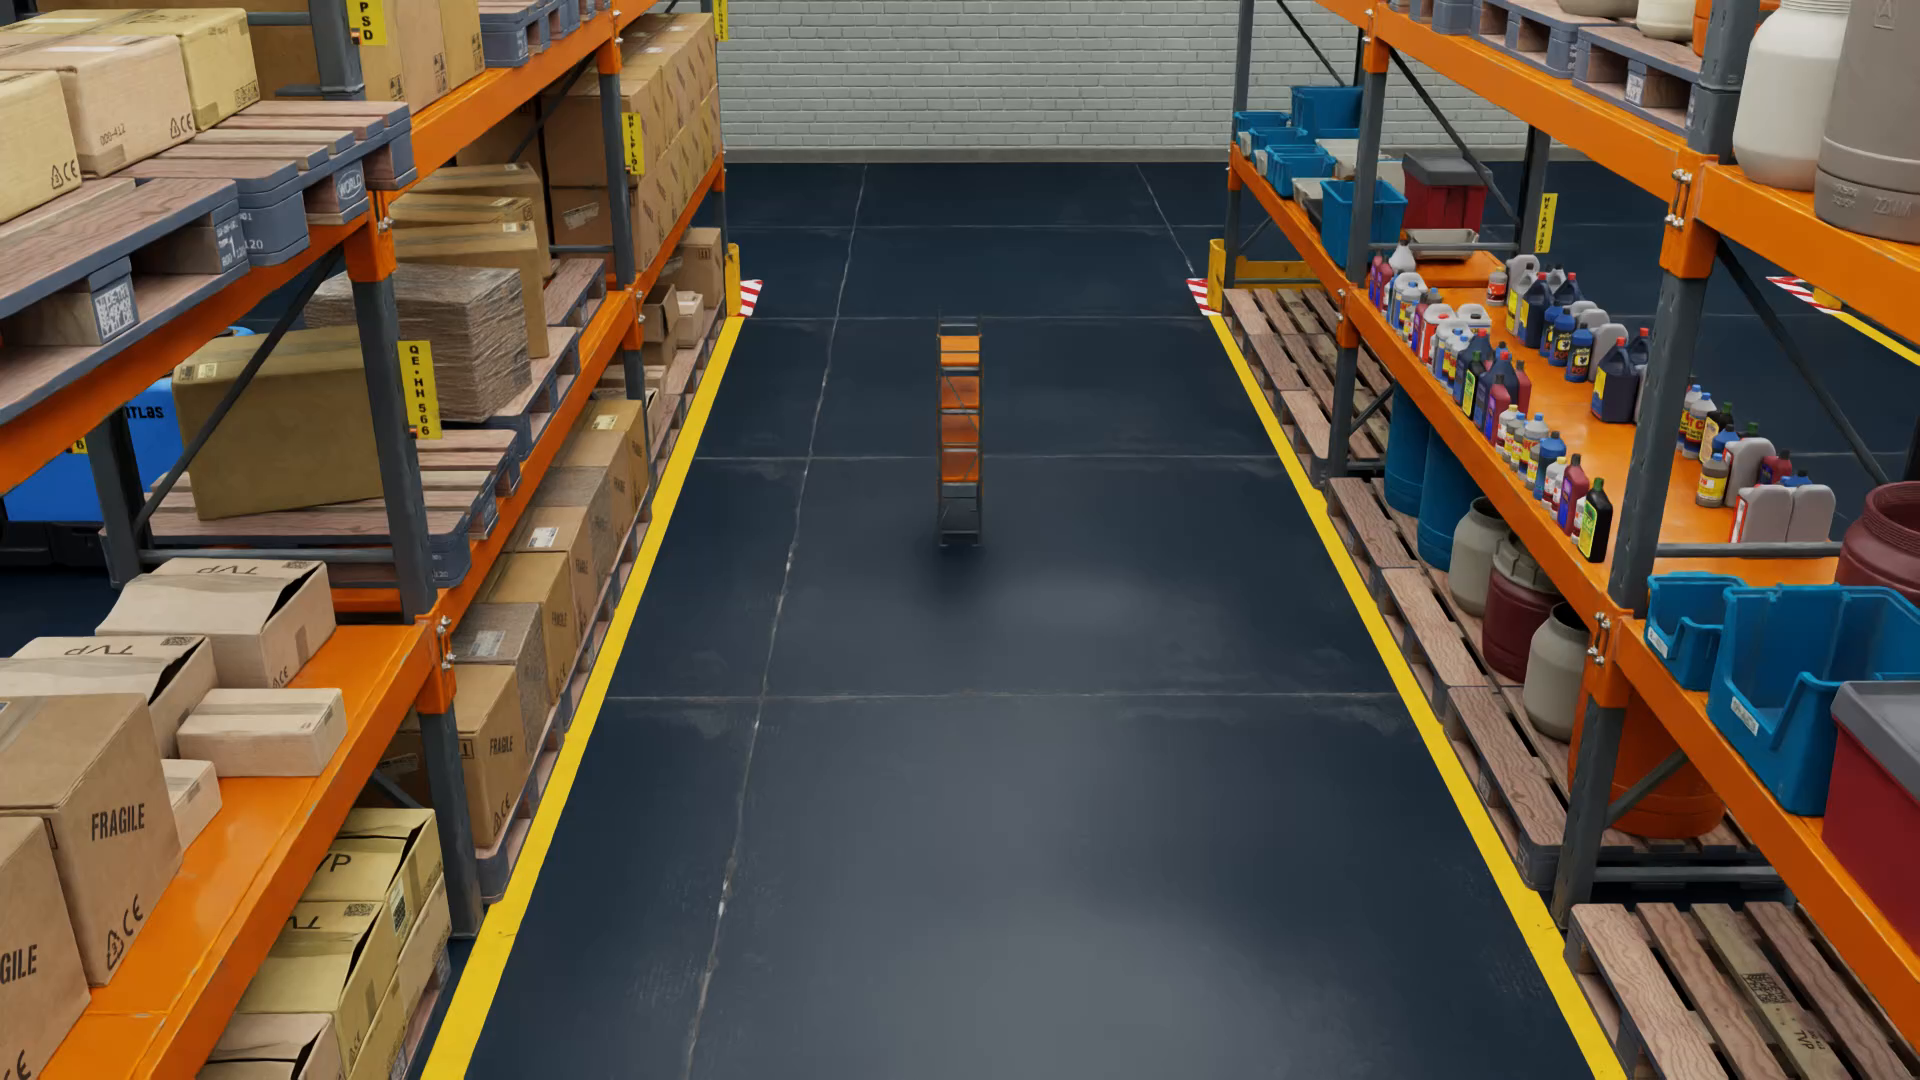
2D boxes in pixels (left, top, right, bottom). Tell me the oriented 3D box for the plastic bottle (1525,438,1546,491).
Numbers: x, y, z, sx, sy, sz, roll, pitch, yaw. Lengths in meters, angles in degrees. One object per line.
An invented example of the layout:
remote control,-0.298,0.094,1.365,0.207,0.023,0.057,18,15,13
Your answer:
plastic bottle,2.275,-0.298,6.510,0.097,0.201,0.097,0,24,0

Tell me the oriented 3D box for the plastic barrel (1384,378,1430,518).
plastic barrel,2.640,-0.620,9.017,0.600,0.901,0.708,0,24,-1

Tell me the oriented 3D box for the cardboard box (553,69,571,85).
cardboard box,-2.575,-2.508,9.820,0.500,0.500,0.500,-1,24,-2

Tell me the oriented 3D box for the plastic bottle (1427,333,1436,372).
plastic bottle,2.259,-0.896,7.833,0.097,0.201,0.097,0,24,0

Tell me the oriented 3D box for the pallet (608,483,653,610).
pallet,-2.255,0.017,8.955,1.003,0.211,1.213,0,24,-1

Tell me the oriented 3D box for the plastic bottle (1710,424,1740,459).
plastic bottle,2.974,-0.320,6.474,0.097,0.271,0.097,0,24,0

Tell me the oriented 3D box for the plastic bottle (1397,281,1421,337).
plastic bottle,2.253,-1.159,8.329,0.097,0.271,0.097,0,24,0

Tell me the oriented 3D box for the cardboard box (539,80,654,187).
cardboard box,-2.026,-2.285,9.327,0.500,0.500,0.500,0,24,1

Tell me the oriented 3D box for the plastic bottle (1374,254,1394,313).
plastic bottle,2.230,-1.348,8.731,0.061,0.283,0.133,0,24,-1

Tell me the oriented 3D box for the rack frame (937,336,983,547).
rack frame,0.001,-0.514,8.931,0.240,1.200,0.015,0,24,-1

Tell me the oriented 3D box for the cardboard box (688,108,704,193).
cardboard box,-2.059,-2.679,11.413,0.500,0.500,0.500,0,24,0

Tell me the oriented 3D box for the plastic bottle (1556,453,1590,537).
plastic bottle,2.261,-0.167,6.121,0.061,0.283,0.133,0,24,-1

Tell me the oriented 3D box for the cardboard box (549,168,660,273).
cardboard box,-2.035,-1.845,9.568,0.500,0.500,0.500,0,24,1

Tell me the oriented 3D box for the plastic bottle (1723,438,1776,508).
plastic bottle,3.008,-0.274,6.367,0.152,0.276,0.135,0,24,-1

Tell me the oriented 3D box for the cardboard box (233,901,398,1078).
cardboard box,-1.994,1.295,4.893,0.500,0.311,0.500,-1,24,-1

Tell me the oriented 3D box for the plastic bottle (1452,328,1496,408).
plastic bottle,2.288,-0.771,7.374,0.144,0.351,0.185,0,24,-1

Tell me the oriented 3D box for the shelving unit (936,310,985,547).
shelving unit,-0.002,-0.615,9.154,0.258,1.200,0.503,0,24,-1

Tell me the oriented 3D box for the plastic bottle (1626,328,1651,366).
plastic bottle,3.000,-0.755,7.340,0.144,0.351,0.185,0,24,-1

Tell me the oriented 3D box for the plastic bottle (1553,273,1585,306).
plastic bottle,2.990,-1.133,8.175,0.144,0.351,0.185,0,24,-1

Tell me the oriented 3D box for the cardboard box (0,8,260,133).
cardboard box,-2.197,-1.243,4.390,0.500,0.250,0.500,-2,24,-4

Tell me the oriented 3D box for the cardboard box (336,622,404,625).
cardboard box,-2.508,0.249,6.648,0.500,0.250,0.500,1,24,1

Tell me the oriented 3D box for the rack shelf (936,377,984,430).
rack shelf,-0.002,-0.757,9.089,0.258,0.148,0.480,0,24,-1

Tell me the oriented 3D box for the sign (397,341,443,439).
sign,-1.703,-0.471,5.247,0.100,0.325,0.005,0,24,-1

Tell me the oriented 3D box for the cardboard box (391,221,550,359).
cardboard box,-2.221,-1.097,7.405,0.700,0.500,0.500,-6,25,-14

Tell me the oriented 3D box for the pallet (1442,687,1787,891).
pallet,2.645,0.985,6.815,1.003,0.211,1.213,0,24,-1

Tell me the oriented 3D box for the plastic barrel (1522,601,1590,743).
plastic barrel,2.577,0.548,6.908,0.421,0.512,0.421,0,24,0

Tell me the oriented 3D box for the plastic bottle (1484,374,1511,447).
plastic bottle,2.251,-0.543,6.953,0.061,0.283,0.133,0,24,-1

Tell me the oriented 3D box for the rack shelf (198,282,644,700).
rack shelf,-2.280,-0.436,7.447,1.077,0.370,4.000,0,24,-1

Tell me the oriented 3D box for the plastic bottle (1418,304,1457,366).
plastic bottle,2.285,-0.978,7.924,0.152,0.276,0.135,0,24,-1

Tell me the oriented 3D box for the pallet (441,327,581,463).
pallet,-2.284,-0.654,7.288,1.003,0.211,1.213,0,24,-1

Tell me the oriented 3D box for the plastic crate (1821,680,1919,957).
plastic crate,2.406,0.677,4.034,0.402,0.464,0.583,0,24,-1

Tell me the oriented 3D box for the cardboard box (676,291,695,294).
cardboard box,-2.179,-1.756,12.396,0.380,0.166,0.250,0,24,-1

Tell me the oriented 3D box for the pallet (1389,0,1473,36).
pallet,2.757,-2.567,7.875,1.213,0.211,1.003,0,24,-1

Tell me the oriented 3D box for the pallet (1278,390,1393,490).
pallet,2.604,-0.641,10.411,1.003,0.211,1.213,0,24,-1

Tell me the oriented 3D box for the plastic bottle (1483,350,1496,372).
plastic bottle,2.309,-0.675,7.243,0.061,0.283,0.133,0,24,-1

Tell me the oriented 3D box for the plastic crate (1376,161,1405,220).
plastic crate,2.819,-2.212,10.572,0.437,0.282,0.530,0,24,-1

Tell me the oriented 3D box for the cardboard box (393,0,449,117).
cardboard box,-2.302,-1.742,5.700,0.910,0.500,0.500,0,24,-1

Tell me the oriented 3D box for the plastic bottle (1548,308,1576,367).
plastic bottle,2.865,-0.967,7.905,0.097,0.271,0.097,0,24,0

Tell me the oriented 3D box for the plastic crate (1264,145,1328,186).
plastic crate,2.295,-2.562,11.406,0.416,0.233,0.300,0,24,-1

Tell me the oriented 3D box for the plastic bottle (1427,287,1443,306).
plastic bottle,2.404,-1.183,8.467,0.097,0.201,0.097,0,24,0

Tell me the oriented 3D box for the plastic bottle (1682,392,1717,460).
plastic bottle,3.030,-0.470,6.806,0.097,0.271,0.097,0,24,0

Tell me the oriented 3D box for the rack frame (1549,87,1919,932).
rack frame,2.695,0.039,5.523,1.000,3.000,0.127,0,24,-1

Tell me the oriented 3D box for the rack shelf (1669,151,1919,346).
rack shelf,2.717,-0.175,3.231,1.077,0.370,4.000,0,24,-1

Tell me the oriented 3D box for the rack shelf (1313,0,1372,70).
rack shelf,2.629,-3.472,10.520,1.077,0.370,4.000,0,24,-1

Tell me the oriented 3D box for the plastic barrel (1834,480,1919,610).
plastic barrel,3.003,0.167,5.075,0.600,0.536,0.708,0,24,-1

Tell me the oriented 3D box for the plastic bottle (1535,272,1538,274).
plastic bottle,3.007,-1.310,8.747,0.097,0.201,0.097,0,24,0

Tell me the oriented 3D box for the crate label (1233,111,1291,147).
crate label,2.281,-3.105,12.606,0.416,0.233,0.303,0,24,-1

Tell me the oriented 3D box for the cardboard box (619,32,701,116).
cardboard box,-2.049,-3.134,11.204,0.500,0.500,0.500,0,24,1

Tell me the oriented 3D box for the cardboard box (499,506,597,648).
cardboard box,-2.000,0.172,7.728,0.500,0.500,0.500,-1,24,-2

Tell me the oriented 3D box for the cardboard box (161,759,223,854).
cardboard box,-2.188,0.700,4.367,0.380,0.149,0.250,2,24,3

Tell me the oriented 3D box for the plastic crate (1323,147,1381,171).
plastic crate,2.786,-2.710,11.848,0.396,0.136,0.243,0,24,-1

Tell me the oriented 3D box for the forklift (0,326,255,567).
forklift,-5.432,-1.365,8.711,3.031,2.935,1.130,0,24,1

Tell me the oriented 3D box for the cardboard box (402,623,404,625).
cardboard box,-2.503,0.614,6.751,0.500,0.500,0.500,1,24,2

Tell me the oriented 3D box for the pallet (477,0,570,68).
pallet,-2.351,-2.173,7.002,1.213,0.211,1.003,0,24,-1

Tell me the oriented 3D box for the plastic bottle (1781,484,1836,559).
plastic bottle,3.013,-0.084,5.946,0.152,0.276,0.135,0,24,-1

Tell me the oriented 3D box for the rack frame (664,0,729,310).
rack frame,-2.346,-3.236,12.766,1.000,3.000,0.127,0,24,-1

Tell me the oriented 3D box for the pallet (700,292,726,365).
pallet,-2.335,-1.606,12.545,1.003,0.211,1.213,0,24,-1

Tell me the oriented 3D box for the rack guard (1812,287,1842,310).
rack guard,7.560,-2.150,13.398,1.175,0.500,0.348,0,24,-1
